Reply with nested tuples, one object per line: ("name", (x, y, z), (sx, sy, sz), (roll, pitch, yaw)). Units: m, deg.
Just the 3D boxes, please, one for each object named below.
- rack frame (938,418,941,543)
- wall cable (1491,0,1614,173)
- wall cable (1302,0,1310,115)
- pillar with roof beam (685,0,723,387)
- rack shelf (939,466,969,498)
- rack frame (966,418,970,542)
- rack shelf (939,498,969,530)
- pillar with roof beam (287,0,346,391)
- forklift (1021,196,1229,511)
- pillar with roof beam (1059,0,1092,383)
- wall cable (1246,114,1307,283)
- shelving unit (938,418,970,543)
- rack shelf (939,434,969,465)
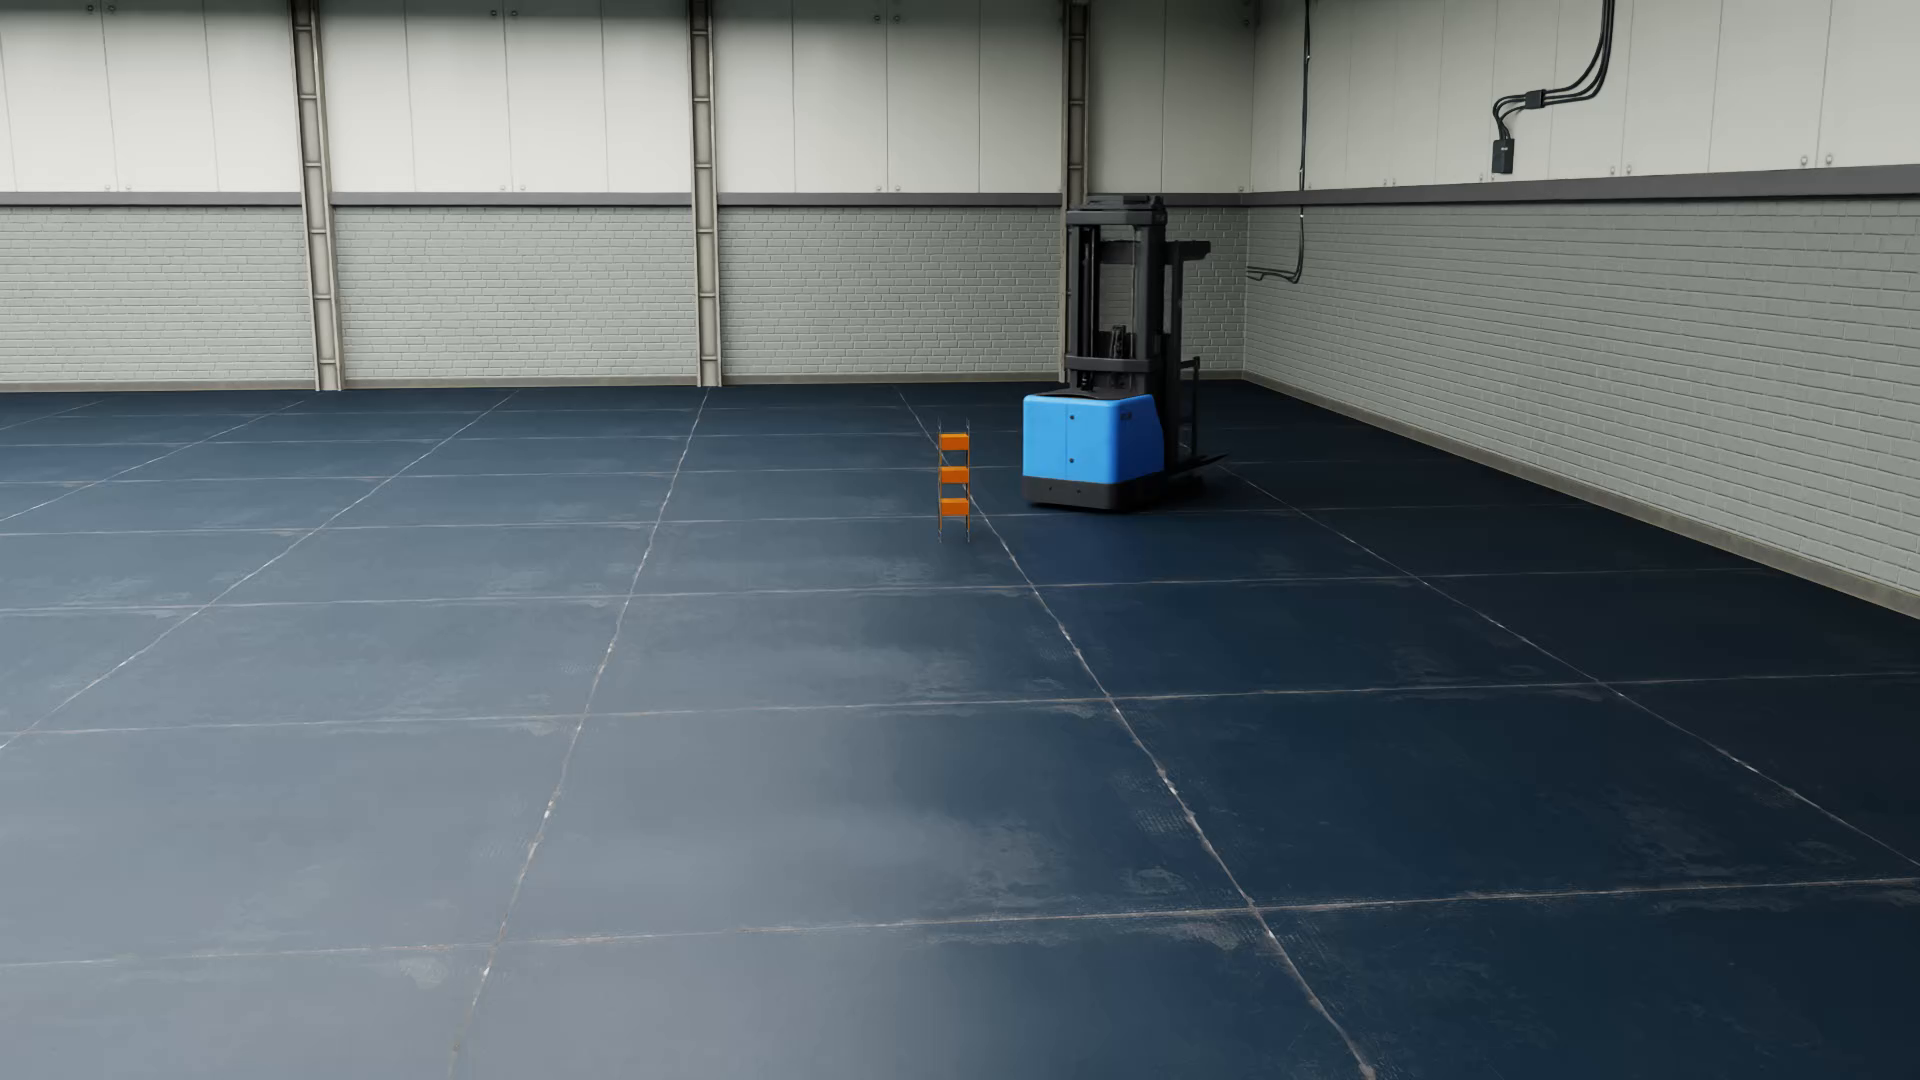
("rack frame", (-0.174, -0.511, 14.248), (0.008, 1.050, 0.200), (-1, 11, -6))
("wall cable", (5.952, -6.725, 16.430), (0.169, 6.003, 2.305), (-1, 11, -6))
("wall cable", (5.235, -7.313, 23.194), (0.112, 2.526, 3.097), (-1, 11, -6))
("pillar with roof beam", (-3.629, -6.119, 22.163), (0.548, 9.000, 9.100), (-1, 11, -6))
("rack shelf", (-0.053, -0.504, 14.263), (0.240, 0.259, 0.215), (-1, 11, -6))
("rack frame", (0.068, -0.517, 14.274), (0.008, 1.050, 0.200), (-1, 11, -6))
("rack shelf", (-0.053, -0.231, 14.317), (0.240, 0.259, 0.215), (-1, 11, -6))
("pillar with roof beam", (-9.594, -5.994, 21.527), (0.400, 9.000, 9.100), (-1, 11, -6))
("forklift", (1.807, -1.943, 16.654), (1.130, 2.935, 3.031), (7, 13, 32))
("pillar with roof beam", (2.336, -6.244, 22.799), (0.548, 9.000, 9.100), (-1, 11, -6))
("wall cable", (4.943, -5.353, 26.320), (0.112, 2.526, 3.097), (-1, 11, -6))
("shelving unit", (-0.053, -0.514, 14.261), (0.252, 1.050, 0.215), (-1, 11, -6))
("rack shelf", (-0.053, -0.782, 14.208), (0.240, 0.259, 0.215), (-1, 11, -6))
